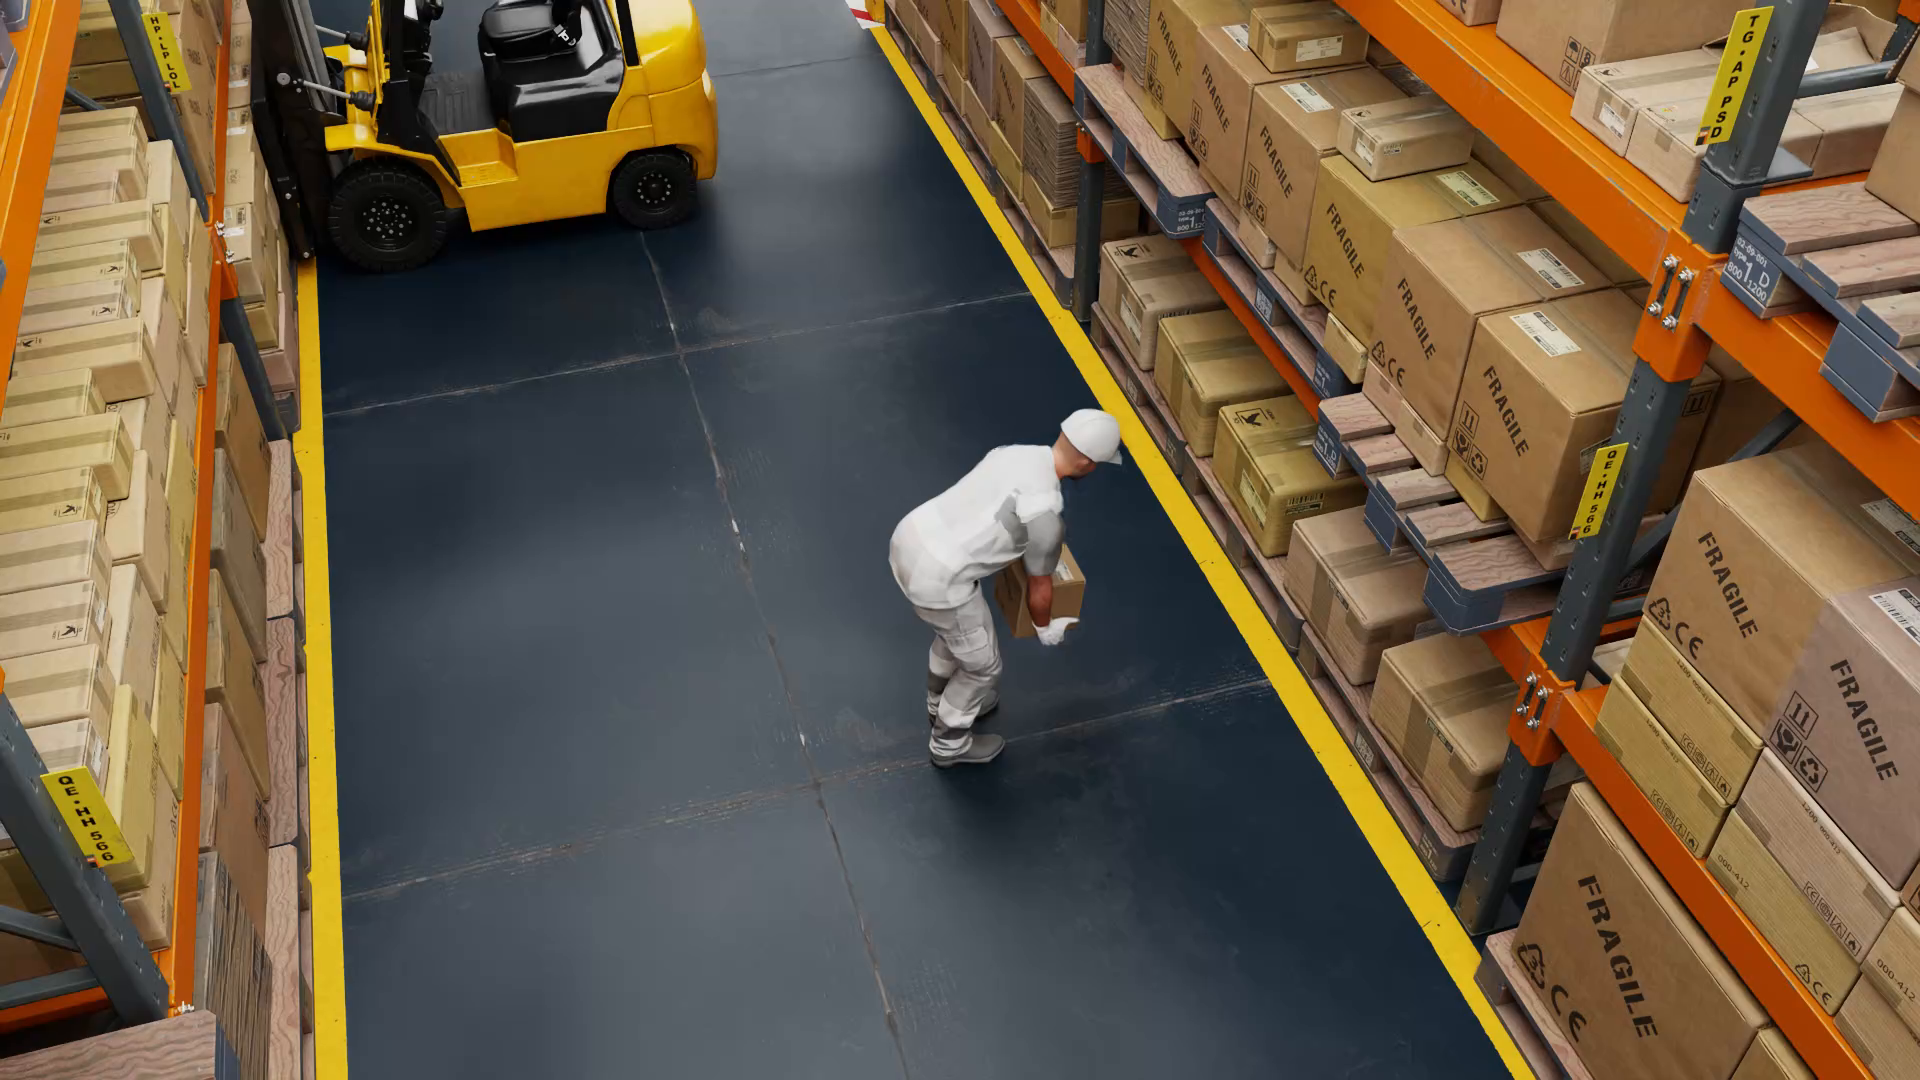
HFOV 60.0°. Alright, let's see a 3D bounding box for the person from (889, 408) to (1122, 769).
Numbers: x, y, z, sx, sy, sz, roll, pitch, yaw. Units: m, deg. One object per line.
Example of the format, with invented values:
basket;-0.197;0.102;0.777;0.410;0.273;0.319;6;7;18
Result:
person;0.173;0.175;6.181;0.858;1.472;0.482;-13;43;-14
